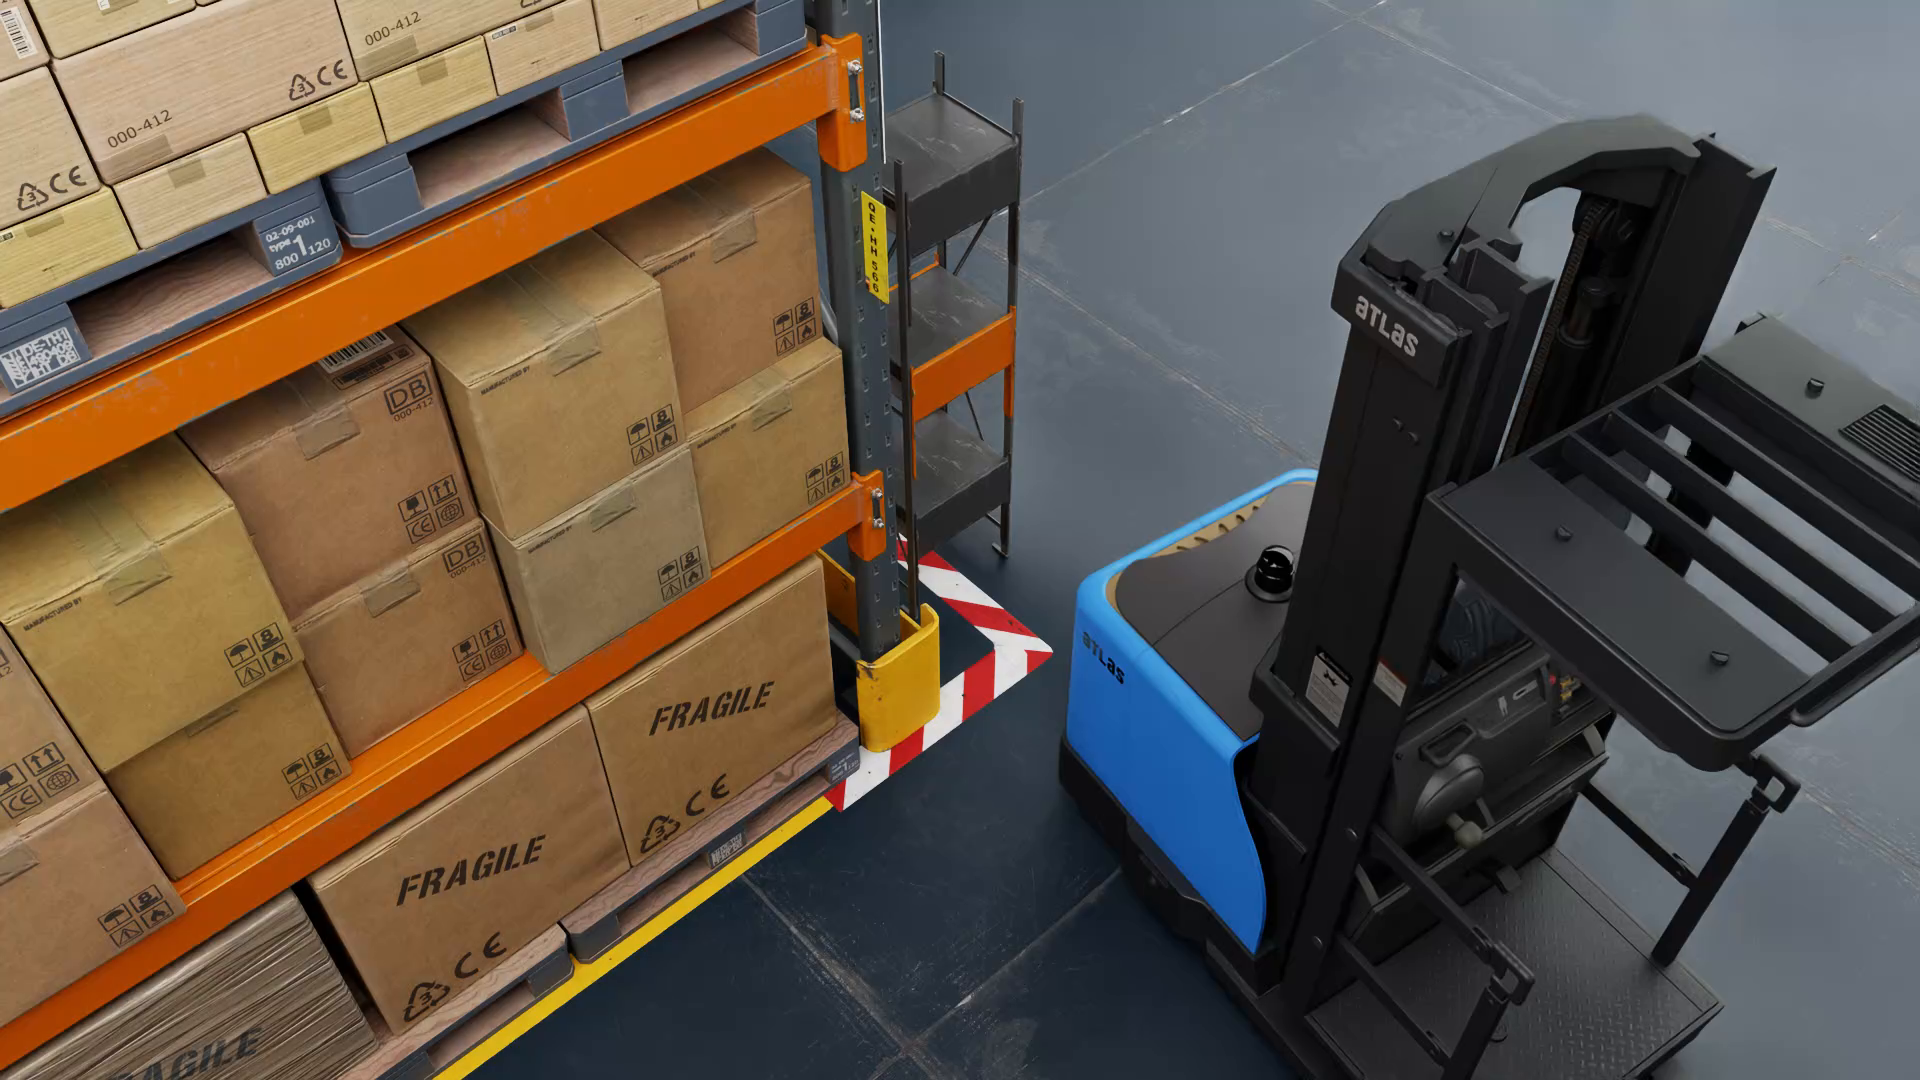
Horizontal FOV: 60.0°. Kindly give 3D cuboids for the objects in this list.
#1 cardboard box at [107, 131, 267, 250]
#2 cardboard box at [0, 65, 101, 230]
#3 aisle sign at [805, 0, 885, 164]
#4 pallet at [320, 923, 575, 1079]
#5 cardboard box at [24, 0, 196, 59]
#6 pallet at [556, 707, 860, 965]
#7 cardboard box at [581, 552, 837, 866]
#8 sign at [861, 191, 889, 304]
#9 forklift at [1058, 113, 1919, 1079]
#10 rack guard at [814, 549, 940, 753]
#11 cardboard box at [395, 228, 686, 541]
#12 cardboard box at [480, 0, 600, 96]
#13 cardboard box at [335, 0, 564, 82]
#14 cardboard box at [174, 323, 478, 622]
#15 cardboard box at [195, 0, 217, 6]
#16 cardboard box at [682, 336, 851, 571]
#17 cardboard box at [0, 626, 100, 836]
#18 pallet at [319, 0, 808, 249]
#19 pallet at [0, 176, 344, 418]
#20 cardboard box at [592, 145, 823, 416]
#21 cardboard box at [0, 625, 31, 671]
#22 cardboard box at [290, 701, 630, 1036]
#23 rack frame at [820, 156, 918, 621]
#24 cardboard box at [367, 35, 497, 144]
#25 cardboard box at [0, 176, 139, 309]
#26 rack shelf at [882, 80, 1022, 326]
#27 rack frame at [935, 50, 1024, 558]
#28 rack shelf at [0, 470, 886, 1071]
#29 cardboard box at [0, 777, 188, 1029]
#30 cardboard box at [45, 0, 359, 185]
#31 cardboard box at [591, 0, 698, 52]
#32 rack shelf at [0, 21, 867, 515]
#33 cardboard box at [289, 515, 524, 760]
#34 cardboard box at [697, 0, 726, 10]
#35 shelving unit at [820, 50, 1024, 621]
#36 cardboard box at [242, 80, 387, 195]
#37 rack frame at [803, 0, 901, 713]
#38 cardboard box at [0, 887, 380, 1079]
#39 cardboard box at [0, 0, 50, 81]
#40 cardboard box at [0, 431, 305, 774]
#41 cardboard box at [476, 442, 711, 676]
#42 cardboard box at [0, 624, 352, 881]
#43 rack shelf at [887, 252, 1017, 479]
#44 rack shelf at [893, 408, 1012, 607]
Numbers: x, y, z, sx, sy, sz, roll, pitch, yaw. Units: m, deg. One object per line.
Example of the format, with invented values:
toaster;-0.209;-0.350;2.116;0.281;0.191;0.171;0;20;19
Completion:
cardboard box;-1.543;-0.747;3.174;0.250;0.149;0.380;-33;55;-27
cardboard box;-1.875;-0.721;2.879;0.500;0.250;0.500;-33;55;-27
aisle sign;-0.331;-1.369;4.203;0.004;0.787;0.394;-34;56;-27
pallet;-2.026;1.368;5.344;1.213;0.211;1.003;-34;56;-27
cardboard box;-1.547;-1.014;2.879;0.250;0.149;0.380;-35;56;-28
pallet;-1.124;0.768;5.897;1.213;0.211;1.003;-34;56;-27
cardboard box;-1.042;0.334;5.561;0.875;0.875;0.875;-33;56;-27
sign;-0.230;-0.786;4.485;0.005;0.325;0.100;-34;56;-27
forklift;1.586;0.568;4.231;1.130;2.935;3.031;-26;53;-22
rack guard;-0.567;0.221;6.206;0.348;0.500;1.175;-34;56;-27
cardboard box;-1.230;-0.548;4.378;0.550;0.550;0.875;-34;56;-27
cardboard box;-0.979;-1.123;3.522;0.250;0.149;0.380;-33;55;-27
cardboard box;-1.130;-1.218;3.338;0.500;0.250;0.500;-34;56;-27
cardboard box;-1.736;-0.345;4.190;0.550;0.550;0.875;-34;56;-27
cardboard box;-1.357;-1.142;2.996;0.250;0.149;0.380;-34;56;-27
cardboard box;-0.829;-0.458;5.029;0.550;0.550;0.875;-34;56;-27
cardboard box;-2.428;0.254;3.637;0.550;0.550;0.875;-34;56;-27
pallet;-1.127;-1.230;3.863;1.213;0.211;1.003;-34;56;-27
pallet;-2.030;-0.623;3.304;1.213;0.211;1.003;-34;56;-27
cardboard box;-0.886;-0.870;4.675;0.550;0.550;0.875;-34;56;-27
cardboard box;-3.512;0.438;6.165;0.258;0.266;0.396;-25;52;-21
cardboard box;-1.692;0.770;5.158;0.875;0.875;0.875;-35;56;-28
rack frame;-0.303;-0.510;5.791;0.015;2.100;0.400;-34;56;-27
cardboard box;-1.167;-0.999;3.407;0.250;0.149;0.380;-33;55;-27
cardboard box;-1.732;-0.621;3.058;0.250;0.149;0.380;-33;55;-27
rack shelf;-0.122;-1.096;5.398;0.480;0.518;0.431;-34;56;-27
rack frame;0.058;-0.751;6.014;0.015;2.100;0.400;-34;56;-27
rack shelf;-2.065;0.618;4.629;4.000;0.370;1.077;-34;56;-27
cardboard box;-2.409;0.636;4.021;0.550;0.550;0.875;-34;56;-27
cardboard box;-1.502;-0.970;3.109;0.500;0.250;0.500;-34;56;-27
cardboard box;-0.790;-1.251;3.639;0.250;0.149;0.380;-33;55;-27
rack shelf;-2.065;-0.400;3.526;4.000;0.370;1.077;-34;56;-27
cardboard box;-1.720;0.034;4.575;0.550;0.550;0.875;-34;56;-27
cardboard box;-0.603;-1.375;3.754;0.250;0.149;0.380;-34;56;-27
shelving unit;-0.122;-0.630;5.903;0.503;2.100;0.431;-34;56;-27
cardboard box;-1.356;-0.871;3.289;0.250;0.149;0.380;-35;56;-28
rack frame;-0.585;-0.615;5.277;0.127;3.000;1.000;-34;56;-27
cardboard box;-2.368;1.220;4.743;0.875;0.875;0.875;-33;56;-27
cardboard box;-1.734;-0.889;2.763;0.250;0.149;0.380;-33;55;-27
cardboard box;-2.041;-0.012;3.883;0.500;0.550;0.875;-34;56;-27
cardboard box;-1.221;-0.174;4.768;0.550;0.550;0.875;-34;56;-27
cardboard box;-2.084;0.319;4.313;0.500;0.550;0.875;-34;56;-27
rack shelf;-0.122;-0.621;5.913;0.480;0.518;0.431;-34;56;-27
rack shelf;-0.122;-0.146;6.427;0.480;0.518;0.431;-34;56;-27
